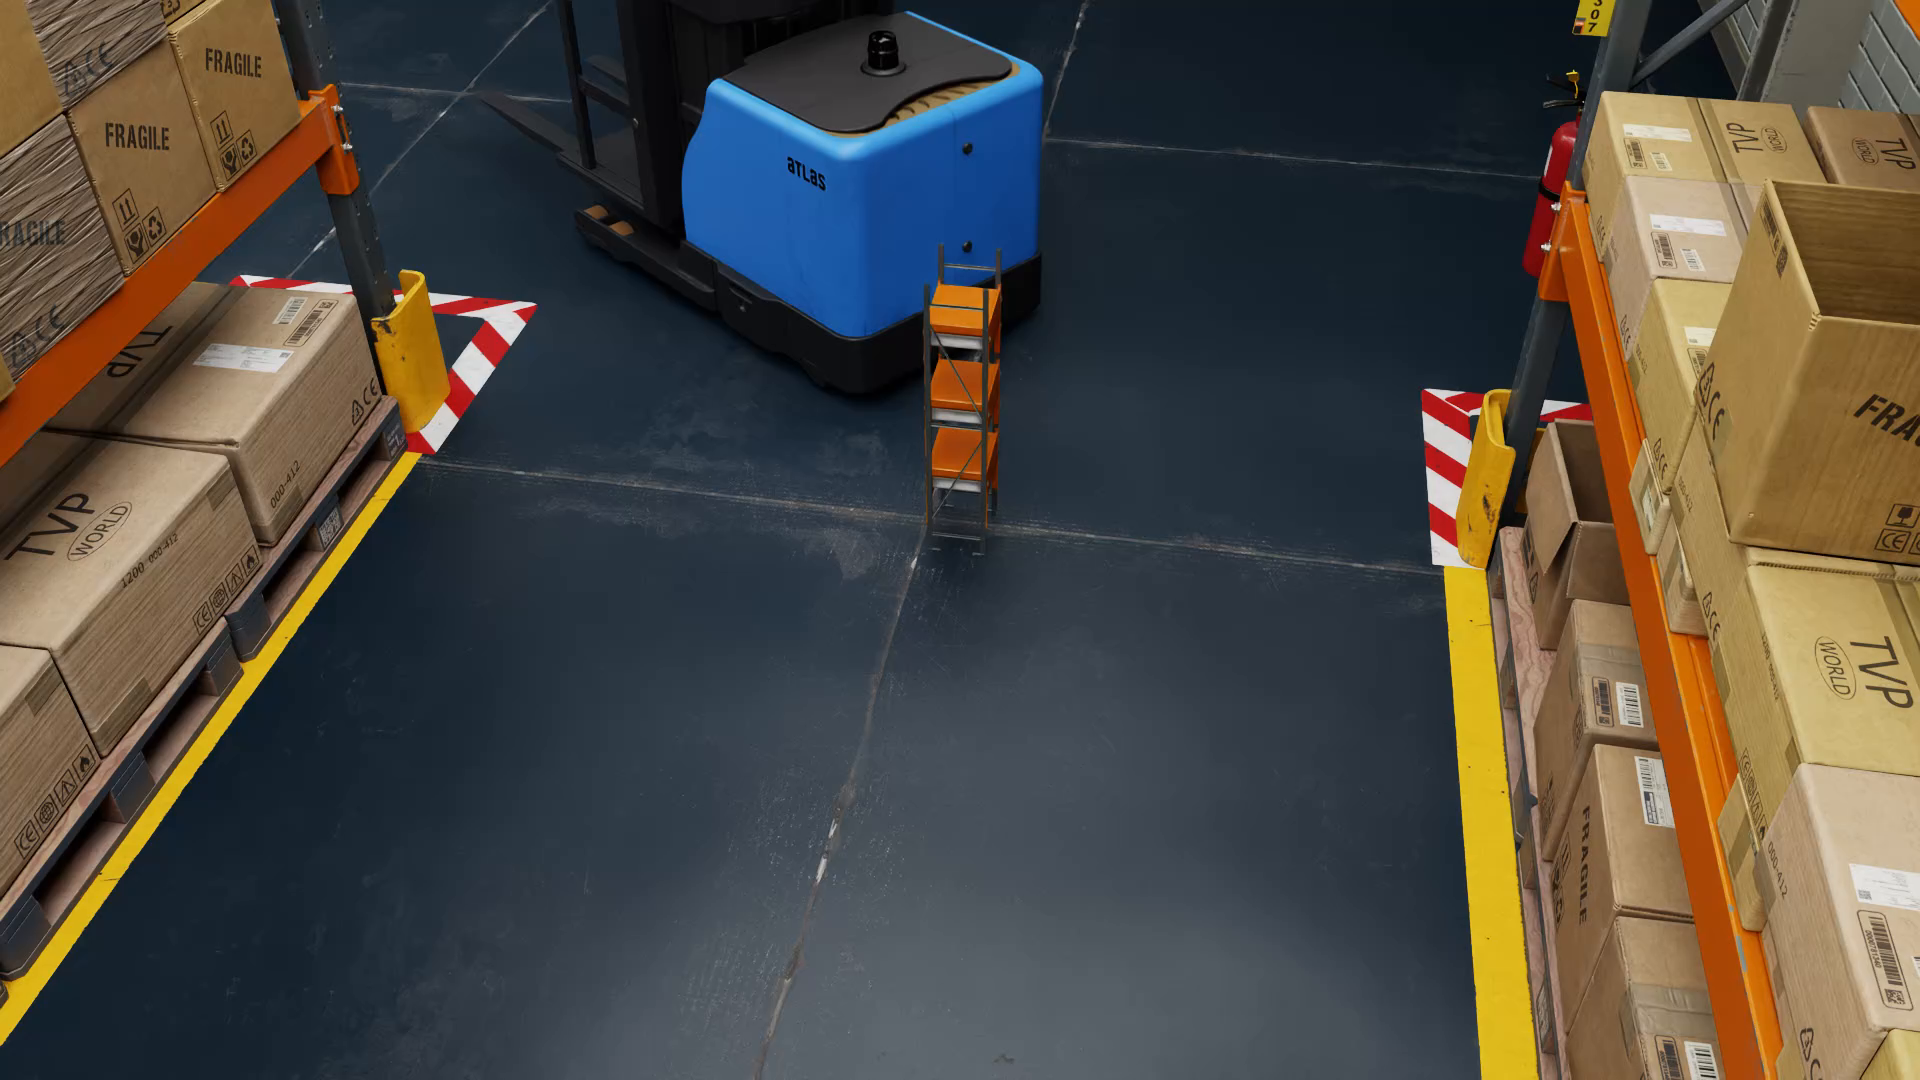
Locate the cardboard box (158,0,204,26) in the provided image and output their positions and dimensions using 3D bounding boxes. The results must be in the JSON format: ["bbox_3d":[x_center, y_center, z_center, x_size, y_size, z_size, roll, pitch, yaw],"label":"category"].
[{"bbox_3d":[-2.422,-1.799,4.709,0.500,0.500,0.500,8,40,9],"label":"cardboard box"}]

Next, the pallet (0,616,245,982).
[{"bbox_3d":[-2.848,0.645,4.805,1.003,0.211,1.213,6,40,8],"label":"pallet"}]

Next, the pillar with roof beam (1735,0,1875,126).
[{"bbox_3d":[-0.570,-5.538,5.387,9.100,9.000,0.400,6,40,8],"label":"pillar with roof beam"}]

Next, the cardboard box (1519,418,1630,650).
[{"bbox_3d":[2.117,0.015,5.008,0.797,0.503,0.637,5,40,6],"label":"cardboard box"}]

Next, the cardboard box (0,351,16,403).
[{"bbox_3d":[-2.654,-0.448,3.859,0.500,0.500,0.500,8,40,9],"label":"cardboard box"}]

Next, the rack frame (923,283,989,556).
[{"bbox_3d":[-0.012,-0.362,5.363,0.200,1.050,0.008,6,40,8],"label":"rack frame"}]

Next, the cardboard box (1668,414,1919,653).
[{"bbox_3d":[1.733,-0.002,3.283,0.500,0.250,0.500,5,40,7],"label":"cardboard box"}]

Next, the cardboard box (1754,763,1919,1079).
[{"bbox_3d":[1.544,0.632,2.516,0.500,0.250,0.500,7,40,8],"label":"cardboard box"}]

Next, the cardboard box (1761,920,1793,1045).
[{"bbox_3d":[1.547,0.727,2.714,0.380,0.149,0.250,7,40,9],"label":"cardboard box"}]

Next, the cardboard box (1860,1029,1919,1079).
[{"bbox_3d":[1.472,0.948,2.133,0.500,0.250,0.500,7,40,9],"label":"cardboard box"}]

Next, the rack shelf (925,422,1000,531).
[{"bbox_3d":[0.009,-0.216,5.640,0.215,0.259,0.240,6,40,8],"label":"rack shelf"}]

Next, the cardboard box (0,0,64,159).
[{"bbox_3d":[-2.573,-1.158,3.933,0.500,0.500,0.500,6,40,7],"label":"cardboard box"}]

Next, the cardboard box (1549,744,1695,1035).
[{"bbox_3d":[1.741,0.869,3.977,0.500,0.500,0.500,7,40,8],"label":"cardboard box"}]

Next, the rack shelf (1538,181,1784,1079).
[{"bbox_3d":[1.970,0.374,3.509,1.077,0.370,4.000,6,40,8],"label":"rack shelf"}]

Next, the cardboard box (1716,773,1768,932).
[{"bbox_3d":[1.564,0.564,2.911,0.380,0.149,0.250,6,40,7],"label":"cardboard box"}]

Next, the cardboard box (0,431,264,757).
[{"bbox_3d":[-2.739,0.122,4.929,0.875,0.438,0.875,7,40,9],"label":"cardboard box"}]

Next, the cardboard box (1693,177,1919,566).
[{"bbox_3d":[1.713,-0.308,3.064,0.500,0.500,0.500,7,40,9],"label":"cardboard box"}]

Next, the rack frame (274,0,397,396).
[{"bbox_3d":[-2.573,-1.704,5.457,1.000,3.000,0.127,6,40,8],"label":"rack frame"}]

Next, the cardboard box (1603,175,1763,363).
[{"bbox_3d":[1.885,-0.644,4.059,0.500,0.250,0.500,7,40,8],"label":"cardboard box"}]

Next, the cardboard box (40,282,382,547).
[{"bbox_3d":[-2.589,-0.453,5.625,0.875,0.438,0.875,5,40,6],"label":"cardboard box"}]

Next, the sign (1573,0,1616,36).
[{"bbox_3d":[1.782,-1.552,4.594,0.100,0.325,0.005,6,40,8],"label":"sign"}]

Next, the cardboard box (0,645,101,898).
[{"bbox_3d":[-2.897,0.688,4.245,0.875,0.438,0.875,5,40,6],"label":"cardboard box"}]

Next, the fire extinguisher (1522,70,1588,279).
[{"bbox_3d":[1.886,-1.129,5.114,0.296,0.674,0.183,6,40,8],"label":"fire extinguisher"}]

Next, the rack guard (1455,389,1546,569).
[{"bbox_3d":[2.303,-0.148,5.536,1.175,0.500,0.348,6,40,8],"label":"rack guard"}]

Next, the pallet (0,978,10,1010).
[{"bbox_3d":[-3.057,1.413,3.876,1.003,0.211,1.213,6,40,8],"label":"pallet"}]

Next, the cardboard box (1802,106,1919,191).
[{"bbox_3d":[2.498,-0.898,4.366,0.500,0.250,0.500,7,40,9],"label":"cardboard box"}]

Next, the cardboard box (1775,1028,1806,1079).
[{"bbox_3d":[1.475,0.889,2.518,0.380,0.149,0.250,7,40,9],"label":"cardboard box"}]

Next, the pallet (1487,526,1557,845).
[{"bbox_3d":[2.166,0.464,5.023,1.003,0.211,1.213,6,40,8],"label":"pallet"}]

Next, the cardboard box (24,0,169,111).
[{"bbox_3d":[-2.484,-1.468,4.308,0.500,0.500,0.500,7,40,8],"label":"cardboard box"}]

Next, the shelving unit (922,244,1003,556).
[{"bbox_3d":[0.009,-0.438,5.456,0.215,1.050,0.252,6,40,8],"label":"shelving unit"}]

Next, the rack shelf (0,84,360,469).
[{"bbox_3d":[-2.919,-0.171,4.168,1.077,0.370,4.000,6,40,8],"label":"rack shelf"}]

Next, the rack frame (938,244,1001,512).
[{"bbox_3d":[0.030,-0.515,5.549,0.200,1.050,0.008,6,40,8],"label":"rack frame"}]

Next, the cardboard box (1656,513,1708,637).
[{"bbox_3d":[1.692,0.085,3.491,0.380,0.149,0.250,7,40,9],"label":"cardboard box"}]

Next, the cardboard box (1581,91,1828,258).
[{"bbox_3d":[1.972,-0.961,4.442,0.500,0.250,0.500,7,40,8],"label":"cardboard box"}]

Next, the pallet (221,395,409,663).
[{"bbox_3d":[-2.635,-0.119,5.728,1.003,0.211,1.213,6,40,8],"label":"pallet"}]

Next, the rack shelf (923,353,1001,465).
[{"bbox_3d":[0.009,-0.430,5.463,0.215,0.259,0.240,6,40,8],"label":"rack shelf"}]

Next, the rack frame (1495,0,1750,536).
[{"bbox_3d":[2.316,-1.159,4.798,1.000,3.000,0.127,6,40,8],"label":"rack frame"}]

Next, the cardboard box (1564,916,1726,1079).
[{"bbox_3d":[1.751,1.200,3.577,0.700,0.500,0.500,5,40,6],"label":"cardboard box"}]

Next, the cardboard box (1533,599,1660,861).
[{"bbox_3d":[1.931,0.548,4.365,0.700,0.500,0.500,8,40,9],"label":"cardboard box"}]

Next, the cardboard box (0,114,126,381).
[{"bbox_3d":[-2.577,-0.773,4.253,0.500,0.500,0.500,7,40,9],"label":"cardboard box"}]

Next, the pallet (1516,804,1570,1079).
[{"bbox_3d":[1.952,1.228,4.100,1.003,0.211,1.213,6,40,8],"label":"pallet"}]

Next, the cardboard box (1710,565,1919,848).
[{"bbox_3d":[1.643,0.321,2.892,0.500,0.250,0.500,6,40,7],"label":"cardboard box"}]

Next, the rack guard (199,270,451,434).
[{"bbox_3d":[-2.569,-0.755,6.271,1.175,0.500,0.348,6,40,8],"label":"rack guard"}]

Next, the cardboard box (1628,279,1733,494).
[{"bbox_3d":[1.801,-0.326,3.674,0.500,0.250,0.500,6,40,7],"label":"cardboard box"}]

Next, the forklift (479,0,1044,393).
[{"bbox_3d":[-1.040,-2.537,6.518,1.130,2.935,3.031,-31,48,-32],"label":"forklift"}]

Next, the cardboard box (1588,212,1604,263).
[{"bbox_3d":[1.989,-0.886,4.665,0.380,0.149,0.250,6,40,7],"label":"cardboard box"}]

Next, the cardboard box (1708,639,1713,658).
[{"bbox_3d":[1.715,0.254,3.286,0.380,0.149,0.250,6,40,8],"label":"cardboard box"}]

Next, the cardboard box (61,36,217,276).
[{"bbox_3d":[-2.498,-1.097,4.644,0.500,0.500,0.500,6,40,7],"label":"cardboard box"}]

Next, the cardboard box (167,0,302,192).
[{"bbox_3d":[-2.396,-1.410,5.023,0.500,0.500,0.500,7,40,8],"label":"cardboard box"}]

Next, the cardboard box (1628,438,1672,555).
[{"bbox_3d":[1.717,-0.083,3.693,0.380,0.149,0.250,5,40,6],"label":"cardboard box"}]

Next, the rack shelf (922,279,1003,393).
[{"bbox_3d":[0.009,-0.649,5.282,0.215,0.259,0.240,6,40,8],"label":"rack shelf"}]
